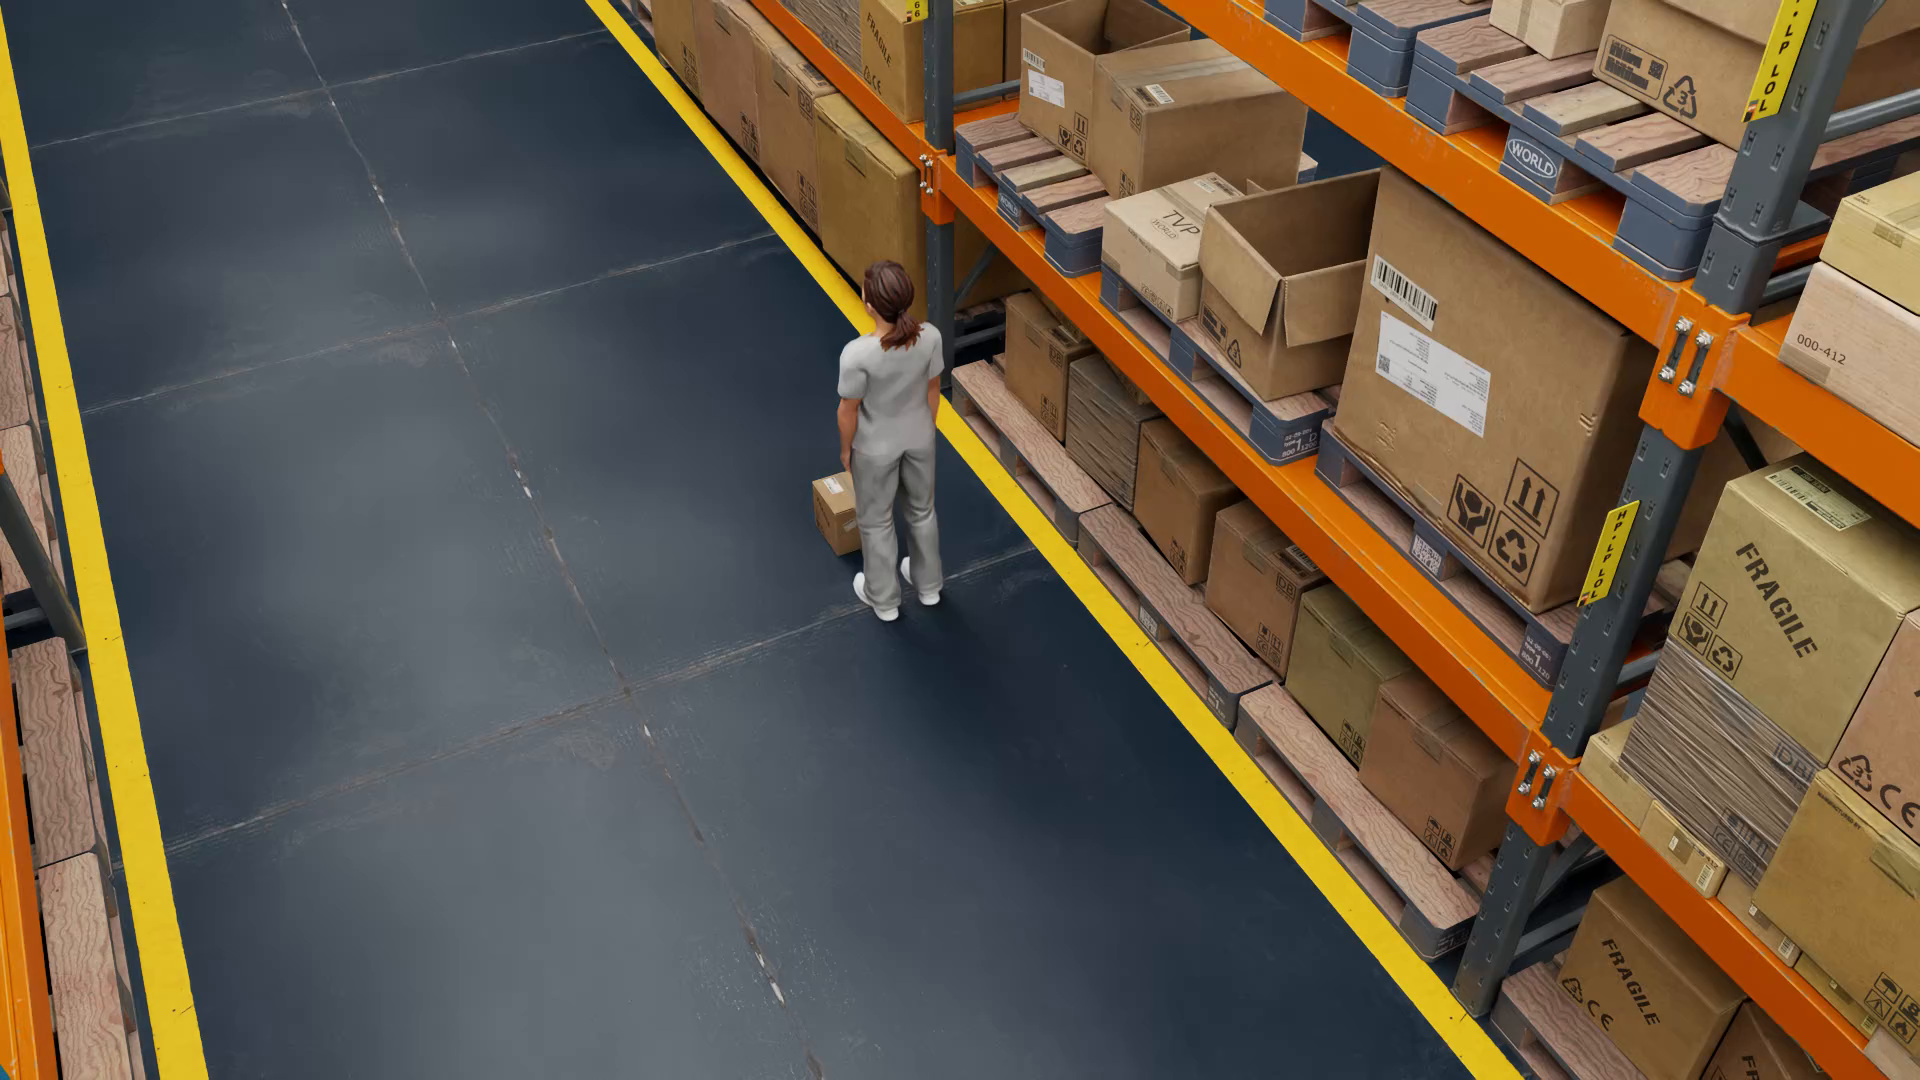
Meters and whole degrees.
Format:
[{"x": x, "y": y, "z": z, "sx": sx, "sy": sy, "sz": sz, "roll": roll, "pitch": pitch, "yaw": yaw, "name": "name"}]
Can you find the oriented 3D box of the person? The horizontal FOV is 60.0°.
[{"x": -0.276, "y": -0.373, "z": 6.602, "sx": 0.438, "sy": 1.659, "sz": 0.360, "roll": -18, "pitch": 45, "yaw": -19, "name": "person"}]
